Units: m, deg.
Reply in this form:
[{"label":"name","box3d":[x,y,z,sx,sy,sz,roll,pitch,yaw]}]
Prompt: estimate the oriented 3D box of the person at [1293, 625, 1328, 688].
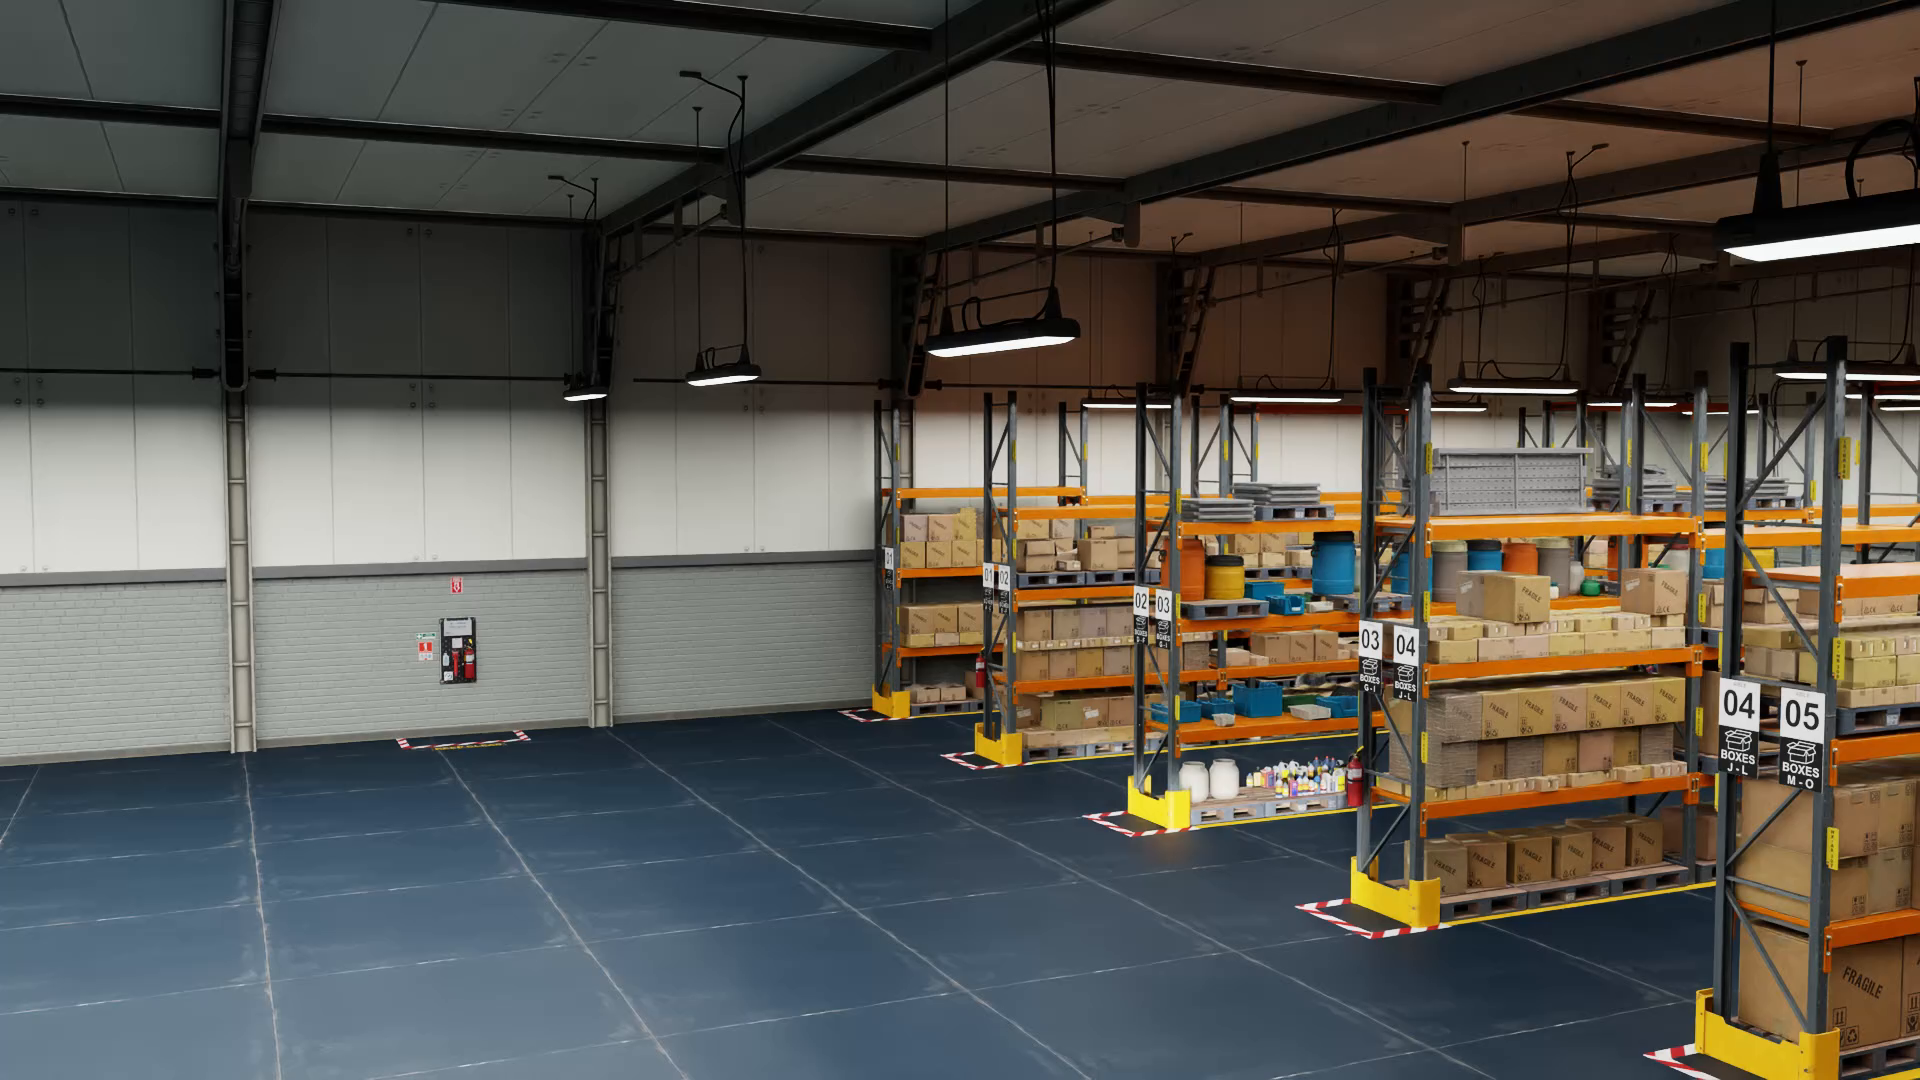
[{"label":"person","box3d":[6.798,2.392,32.341,1.114,1.717,0.603,-2,4,-29]}]
